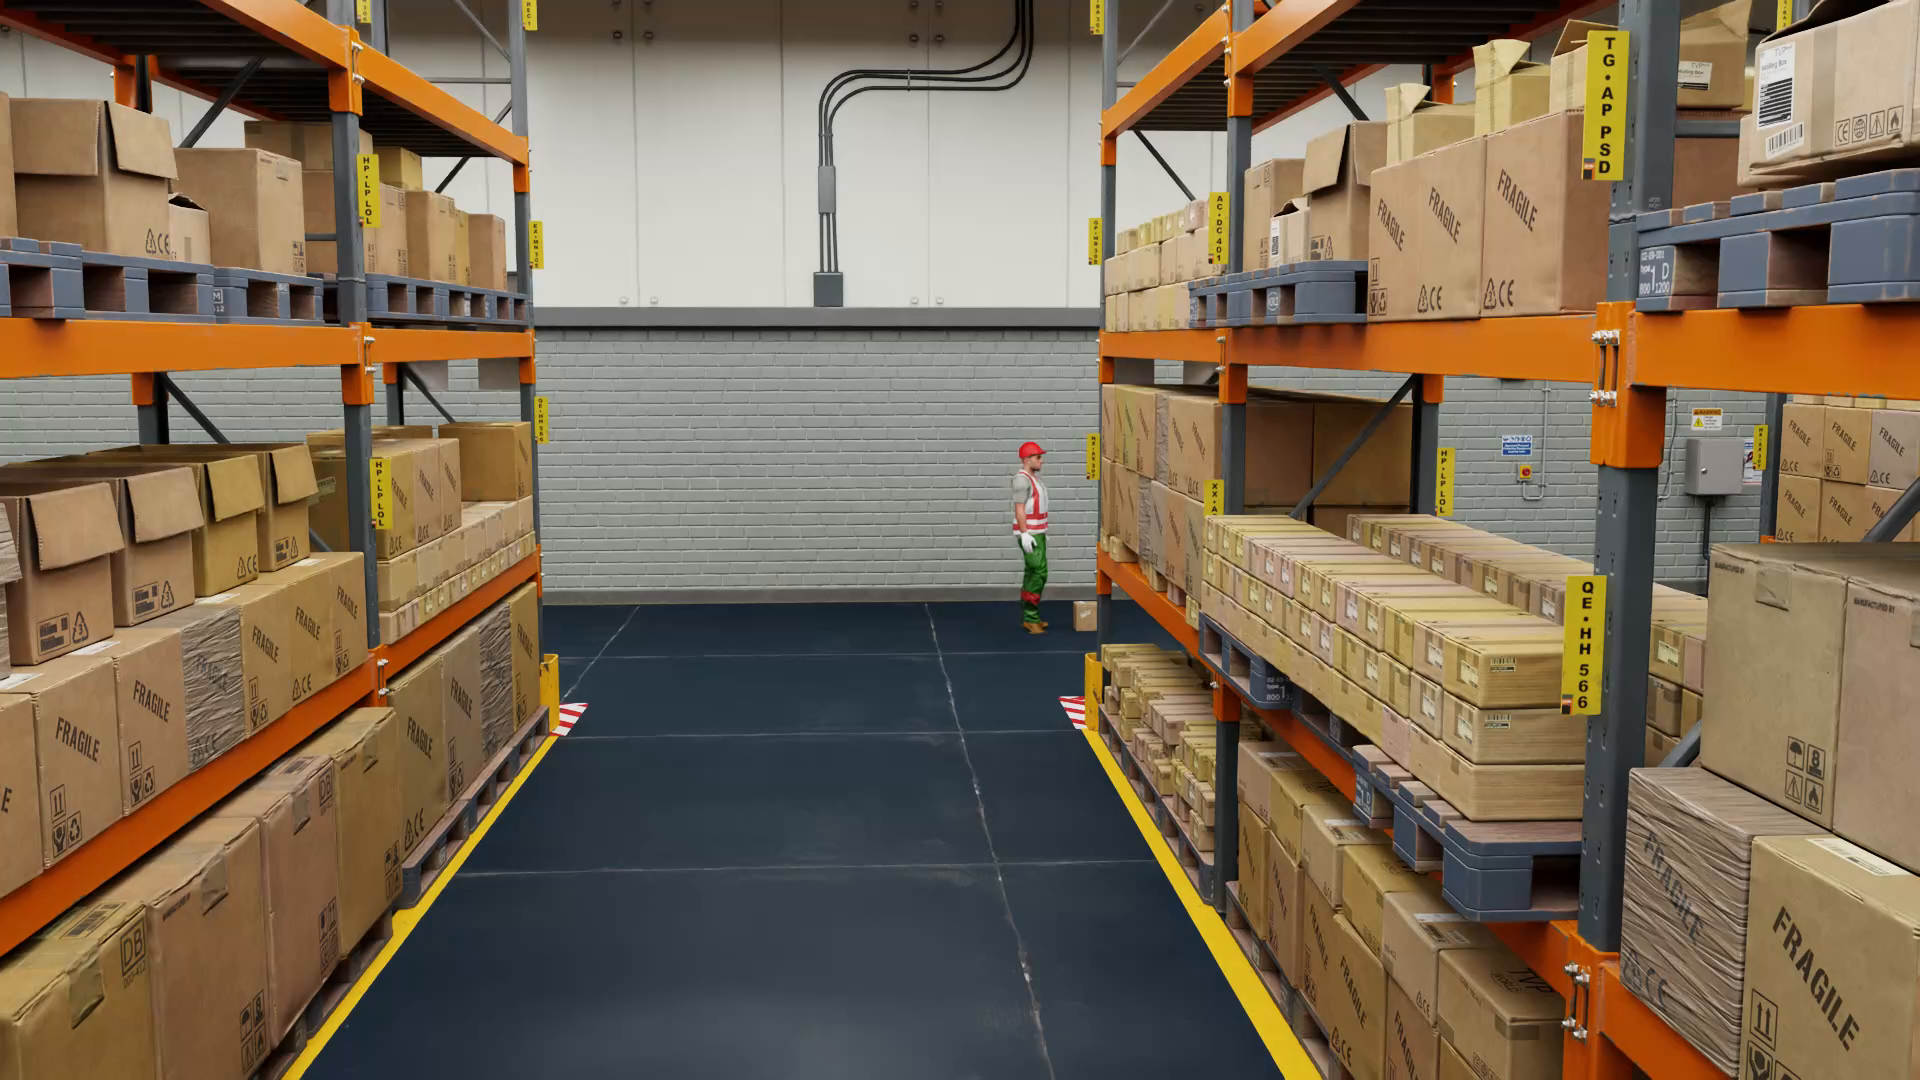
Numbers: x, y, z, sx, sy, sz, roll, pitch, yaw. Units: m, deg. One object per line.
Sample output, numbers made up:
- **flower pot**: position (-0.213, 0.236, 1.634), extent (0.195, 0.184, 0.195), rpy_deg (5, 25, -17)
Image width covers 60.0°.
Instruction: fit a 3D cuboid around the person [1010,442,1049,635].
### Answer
- **person**: position (0.710, -0.022, 15.895), extent (0.403, 1.827, 0.553), rpy_deg (2, 7, 19)
